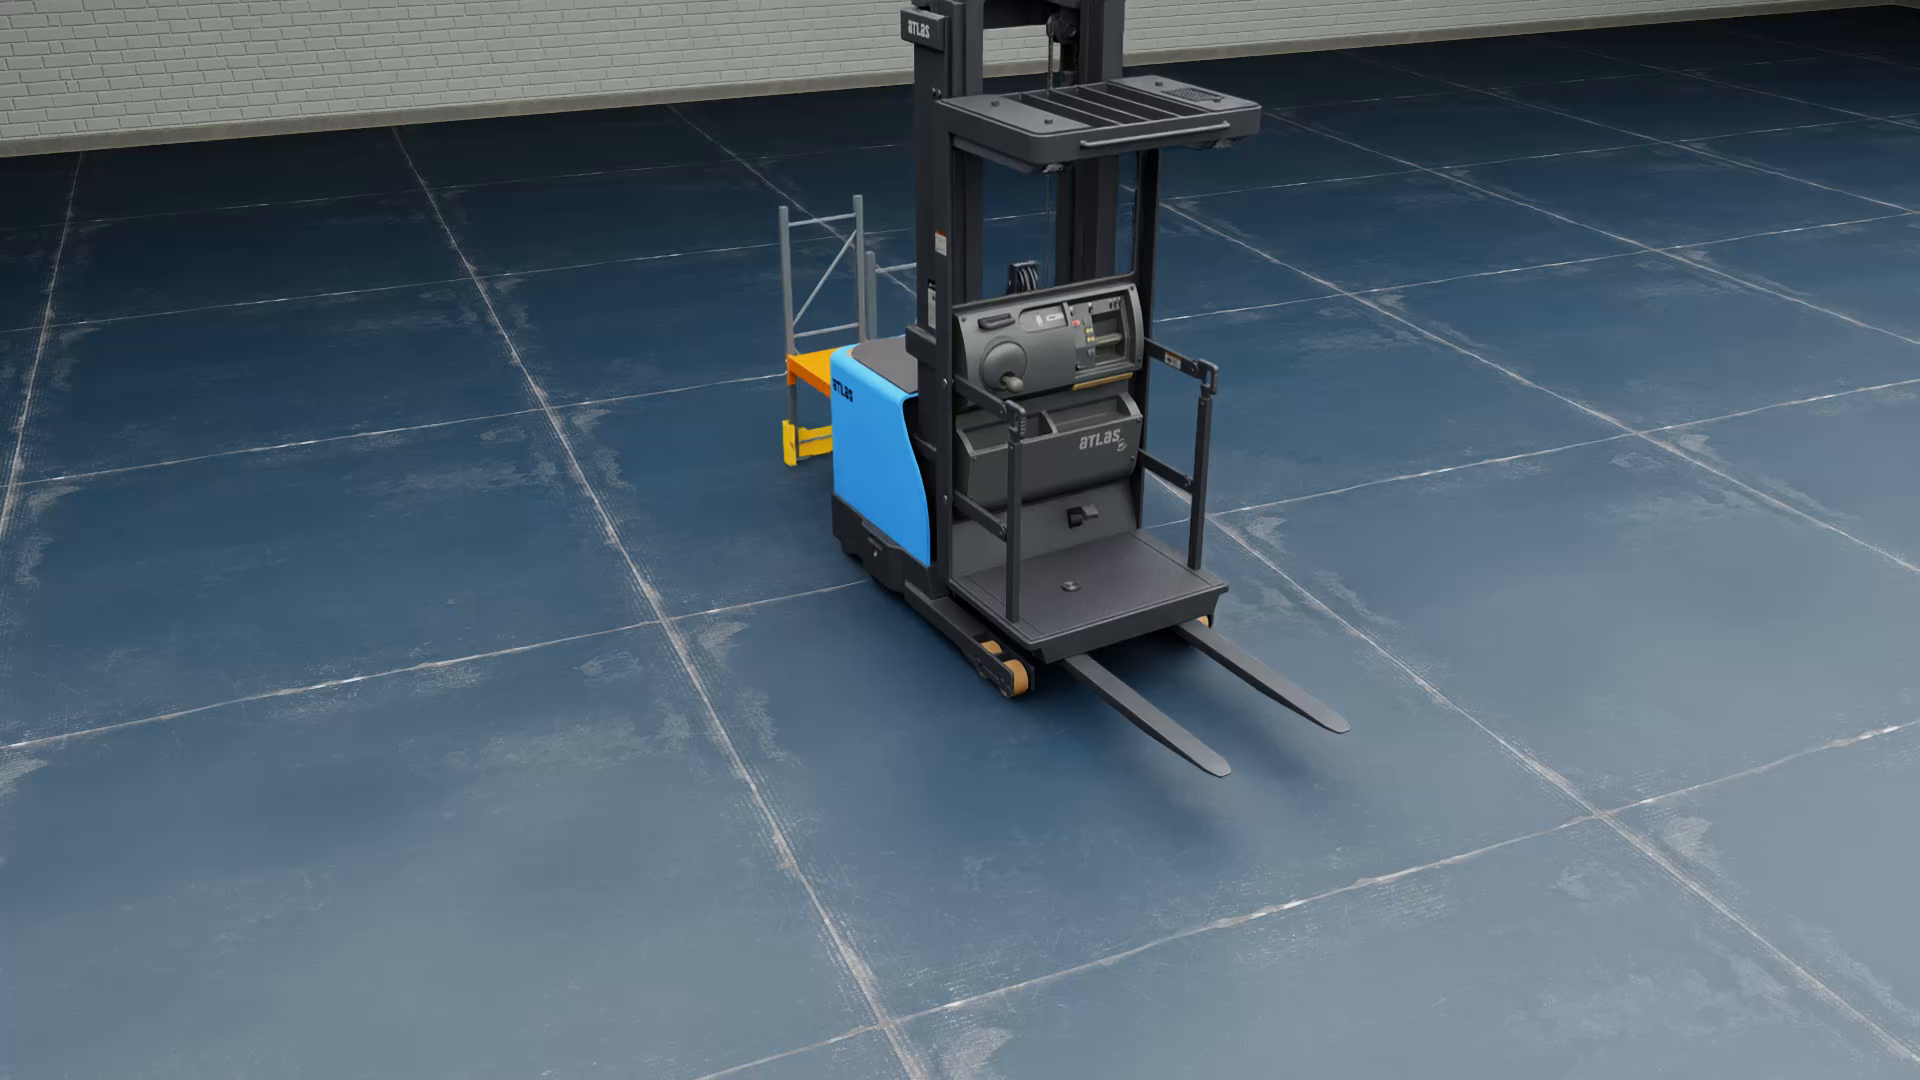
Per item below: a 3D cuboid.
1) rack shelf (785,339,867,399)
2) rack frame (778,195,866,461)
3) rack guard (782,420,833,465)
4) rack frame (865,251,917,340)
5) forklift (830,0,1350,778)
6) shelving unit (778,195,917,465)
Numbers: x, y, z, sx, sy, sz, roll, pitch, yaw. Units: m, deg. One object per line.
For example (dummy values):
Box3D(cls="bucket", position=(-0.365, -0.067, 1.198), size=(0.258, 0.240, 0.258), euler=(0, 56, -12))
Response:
Box3D(cls="rack shelf", position=(-0.508, -0.837, 9.165), size=(0.538, 0.185, 1.000), euler=(-14, 30, -27))
Box3D(cls="rack frame", position=(-0.766, -1.191, 9.480), size=(0.500, 1.500, 0.032), euler=(-14, 30, -27))
Box3D(cls="rack guard", position=(-0.756, -0.622, 9.739), size=(0.587, 0.250, 0.087), euler=(-14, 30, -27))
Box3D(cls="rack frame", position=(-0.250, -0.806, 8.692), size=(0.500, 1.500, 0.032), euler=(-14, 30, -27))
Box3D(cls="forklift", position=(0.518, -0.855, 7.160), size=(1.130, 2.935, 3.031), euler=(-14, 30, -27))
Box3D(cls="shelving unit", position=(-0.503, -0.995, 9.079), size=(0.587, 1.500, 1.083), euler=(-14, 30, -27))
